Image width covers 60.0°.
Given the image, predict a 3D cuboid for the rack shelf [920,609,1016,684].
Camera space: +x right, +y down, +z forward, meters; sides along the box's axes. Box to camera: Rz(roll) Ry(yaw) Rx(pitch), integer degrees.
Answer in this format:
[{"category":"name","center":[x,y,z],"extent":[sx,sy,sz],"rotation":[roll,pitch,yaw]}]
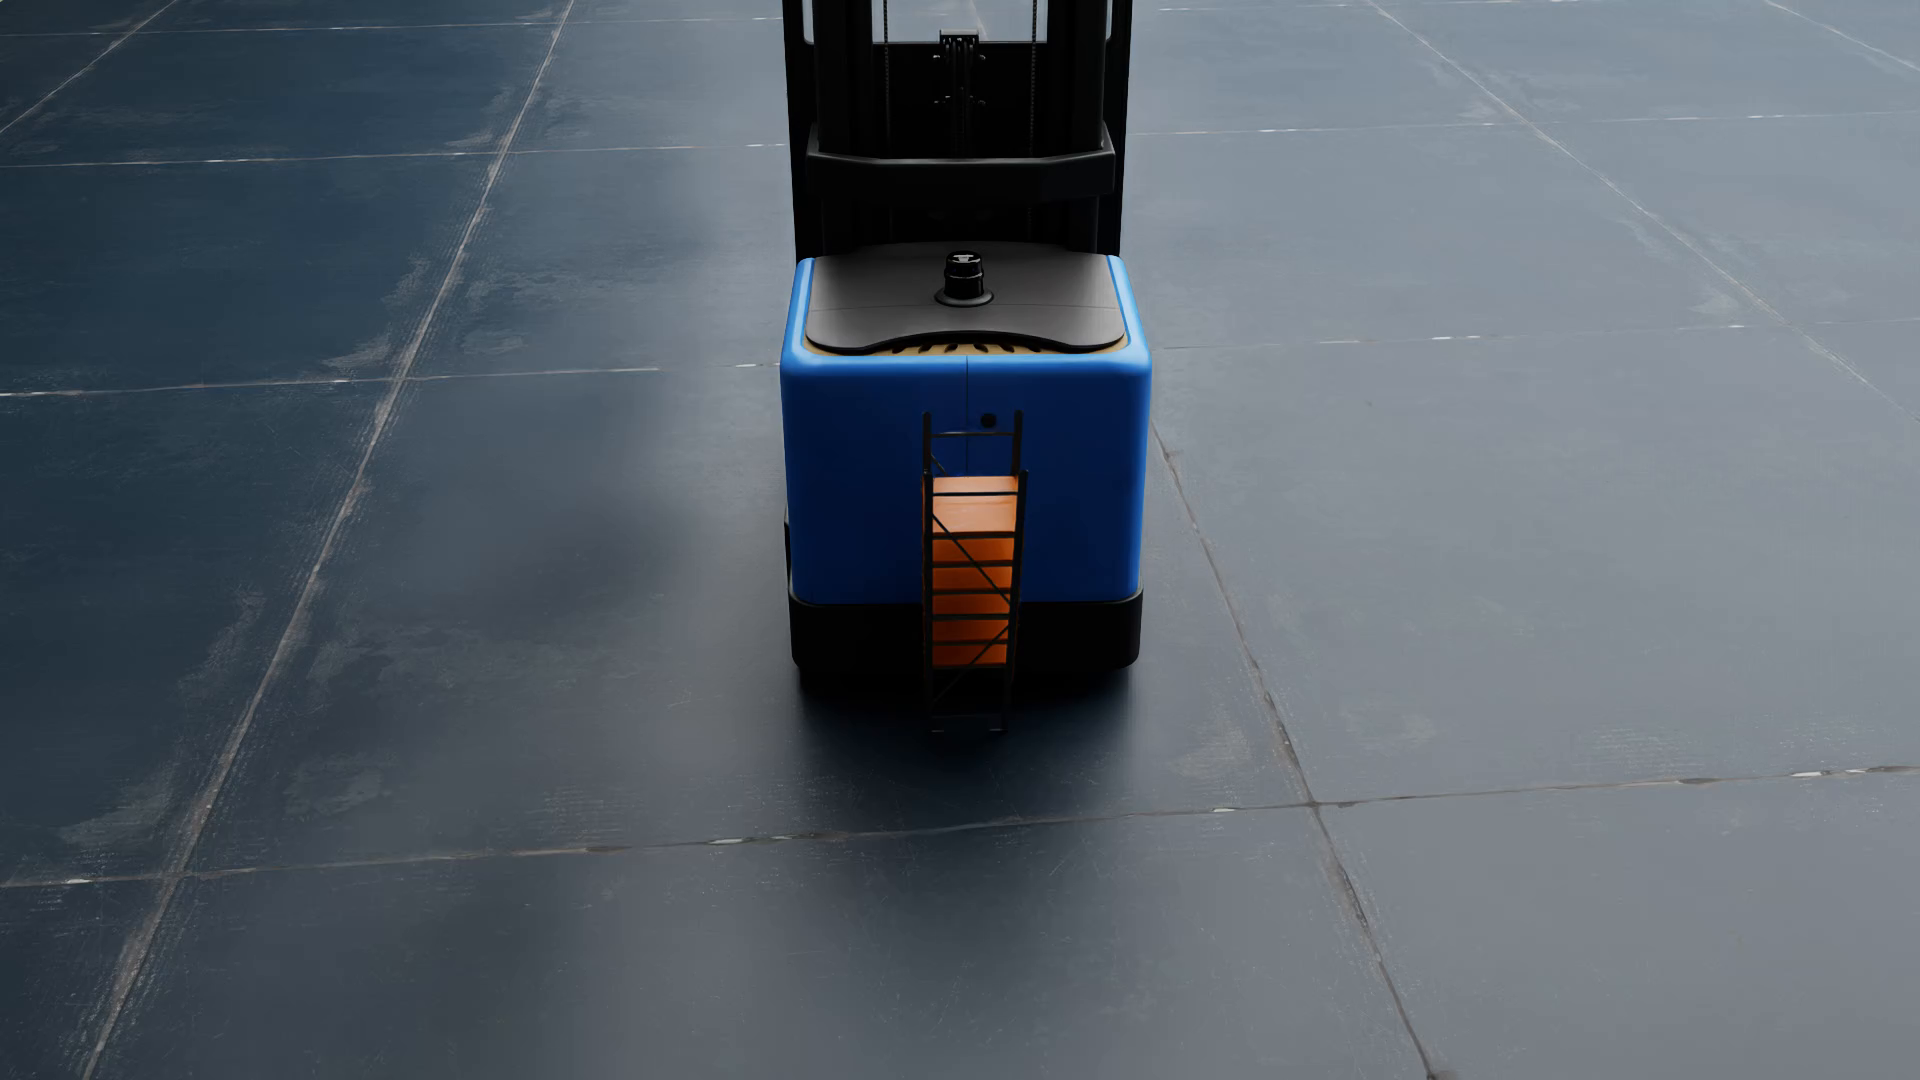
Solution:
[{"category":"rack shelf","center":[0.021,0.293,4.618],"extent":[0.258,0.103,0.180],"rotation":[-1,54,-2]}]

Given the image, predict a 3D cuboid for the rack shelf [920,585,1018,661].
[{"category":"rack shelf","center":[0.023,0.222,4.522],"extent":[0.258,0.103,0.180],"rotation":[-1,54,-2]}]

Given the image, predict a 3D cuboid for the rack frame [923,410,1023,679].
[{"category":"rack frame","center":[0.022,0.051,4.444],"extent":[0.240,1.200,0.006],"rotation":[-1,54,-2]}]

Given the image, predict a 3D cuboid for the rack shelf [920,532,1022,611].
[{"category":"rack shelf","center":[0.027,0.080,4.328],"extent":[0.258,0.103,0.180],"rotation":[-1,54,-2]}]

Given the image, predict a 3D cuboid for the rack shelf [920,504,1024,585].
[{"category":"rack shelf","center":[0.028,0.008,4.232],"extent":[0.258,0.103,0.180],"rotation":[-1,54,-2]}]

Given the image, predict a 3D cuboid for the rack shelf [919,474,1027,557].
[{"category":"rack shelf","center":[0.030,-0.063,4.135],"extent":[0.258,0.103,0.180],"rotation":[-1,54,-2]}]

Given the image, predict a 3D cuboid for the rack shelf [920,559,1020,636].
[{"category":"rack shelf","center":[0.025,0.151,4.425],"extent":[0.258,0.103,0.180],"rotation":[-1,54,-2]}]

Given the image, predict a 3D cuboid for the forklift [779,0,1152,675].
[{"category":"forklift","center":[-0.014,-1.577,5.533],"extent":[1.130,2.935,3.031],"rotation":[-1,31,-1]}]

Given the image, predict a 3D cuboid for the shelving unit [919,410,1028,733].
[{"category":"shelving unit","center":[0.026,0.125,4.389],"extent":[0.258,1.200,0.189],"rotation":[-1,54,-2]}]

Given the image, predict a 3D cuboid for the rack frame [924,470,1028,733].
[{"category":"rack frame","center":[0.029,0.198,4.335],"extent":[0.240,1.200,0.006],"rotation":[-1,54,-2]}]
